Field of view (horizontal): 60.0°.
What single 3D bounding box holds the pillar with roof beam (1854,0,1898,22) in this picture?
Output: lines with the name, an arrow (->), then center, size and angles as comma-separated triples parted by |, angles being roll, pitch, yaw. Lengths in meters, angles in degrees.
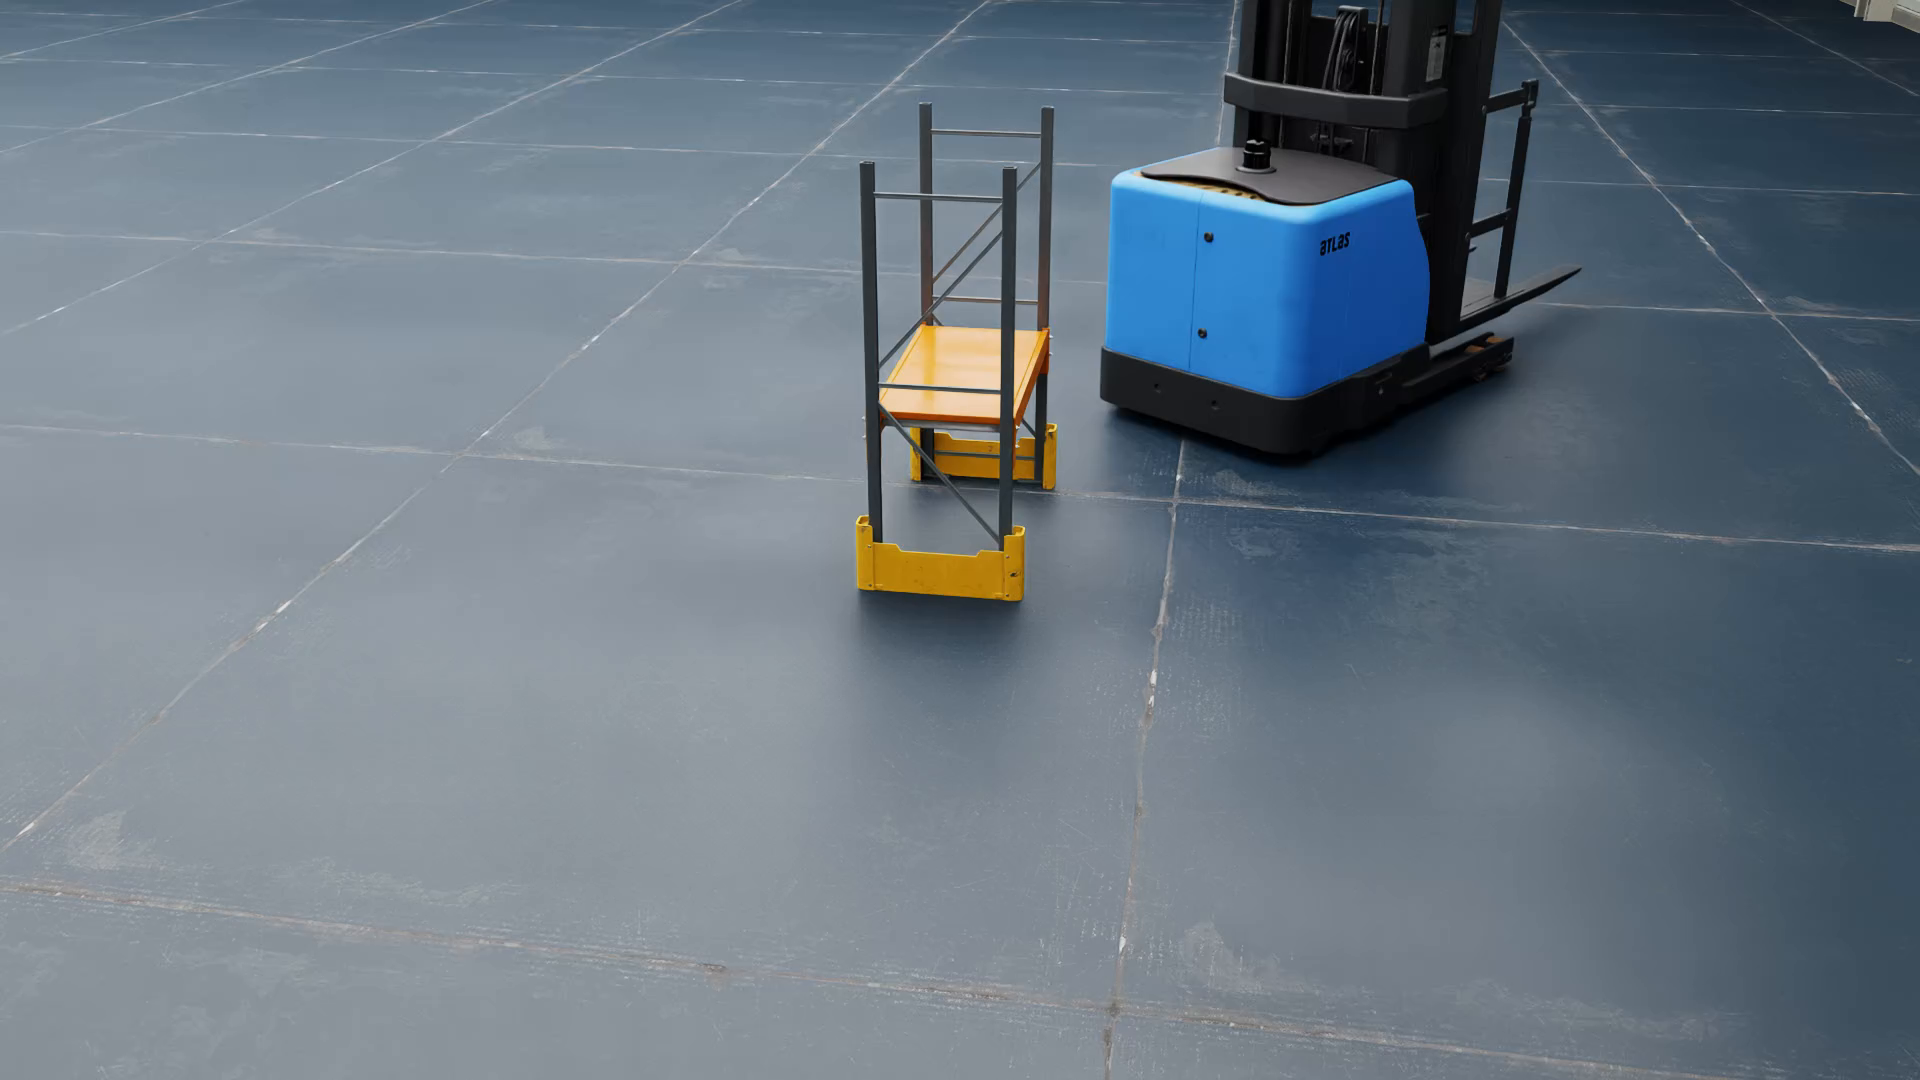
pillar with roof beam -> 6.144, -10.301, 17.641 | 9.100, 9.000, 0.400 | 4, 25, 9

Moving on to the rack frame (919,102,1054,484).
rack frame -> 0.097, -0.928, 6.462 | 0.500, 1.500, 0.032 | 4, 25, 9

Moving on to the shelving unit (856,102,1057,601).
shelving unit -> 0.012, -0.711, 6.000 | 0.587, 1.500, 1.083 | 4, 25, 9

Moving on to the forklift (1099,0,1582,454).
forklift -> 2.010, -2.212, 7.519 | 1.130, 2.935, 3.031 | 22, 33, 39

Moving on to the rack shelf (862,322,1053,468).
rack shelf -> 0.014, -0.552, 6.085 | 0.538, 0.185, 1.000 | 4, 25, 9

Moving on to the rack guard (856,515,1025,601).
rack guard -> -0.069, 0.063, 5.820 | 0.587, 0.250, 0.087 | 4, 25, 9

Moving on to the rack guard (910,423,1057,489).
rack guard -> 0.094, -0.353, 6.710 | 0.587, 0.250, 0.087 | 4, 25, 9

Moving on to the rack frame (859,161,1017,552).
rack frame -> -0.069, -0.502, 5.554 | 0.500, 1.500, 0.032 | 4, 25, 9
